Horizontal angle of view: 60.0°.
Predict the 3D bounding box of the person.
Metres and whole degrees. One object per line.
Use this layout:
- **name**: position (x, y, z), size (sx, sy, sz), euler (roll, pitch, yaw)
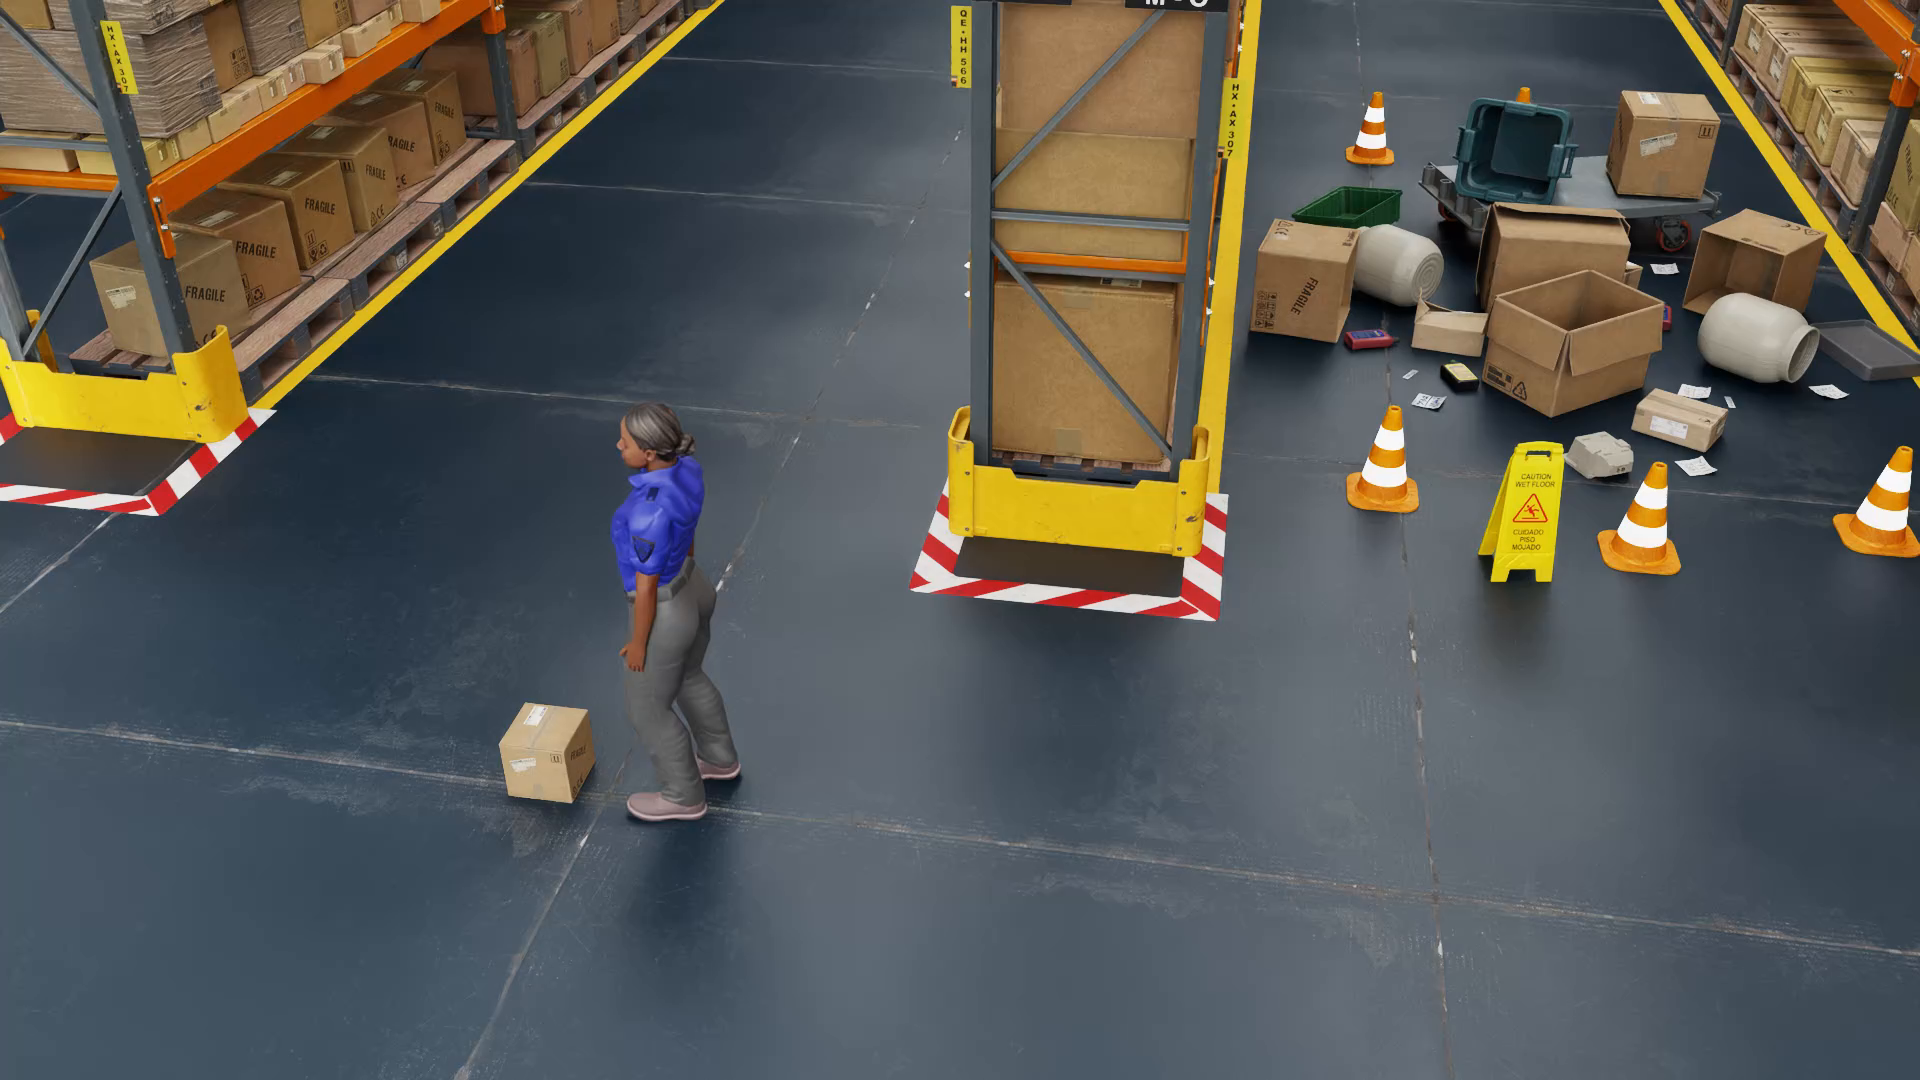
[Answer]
- **person**: position (-1.027, 0.258, 5.754), size (0.349, 1.657, 0.439), euler (6, 33, 9)
